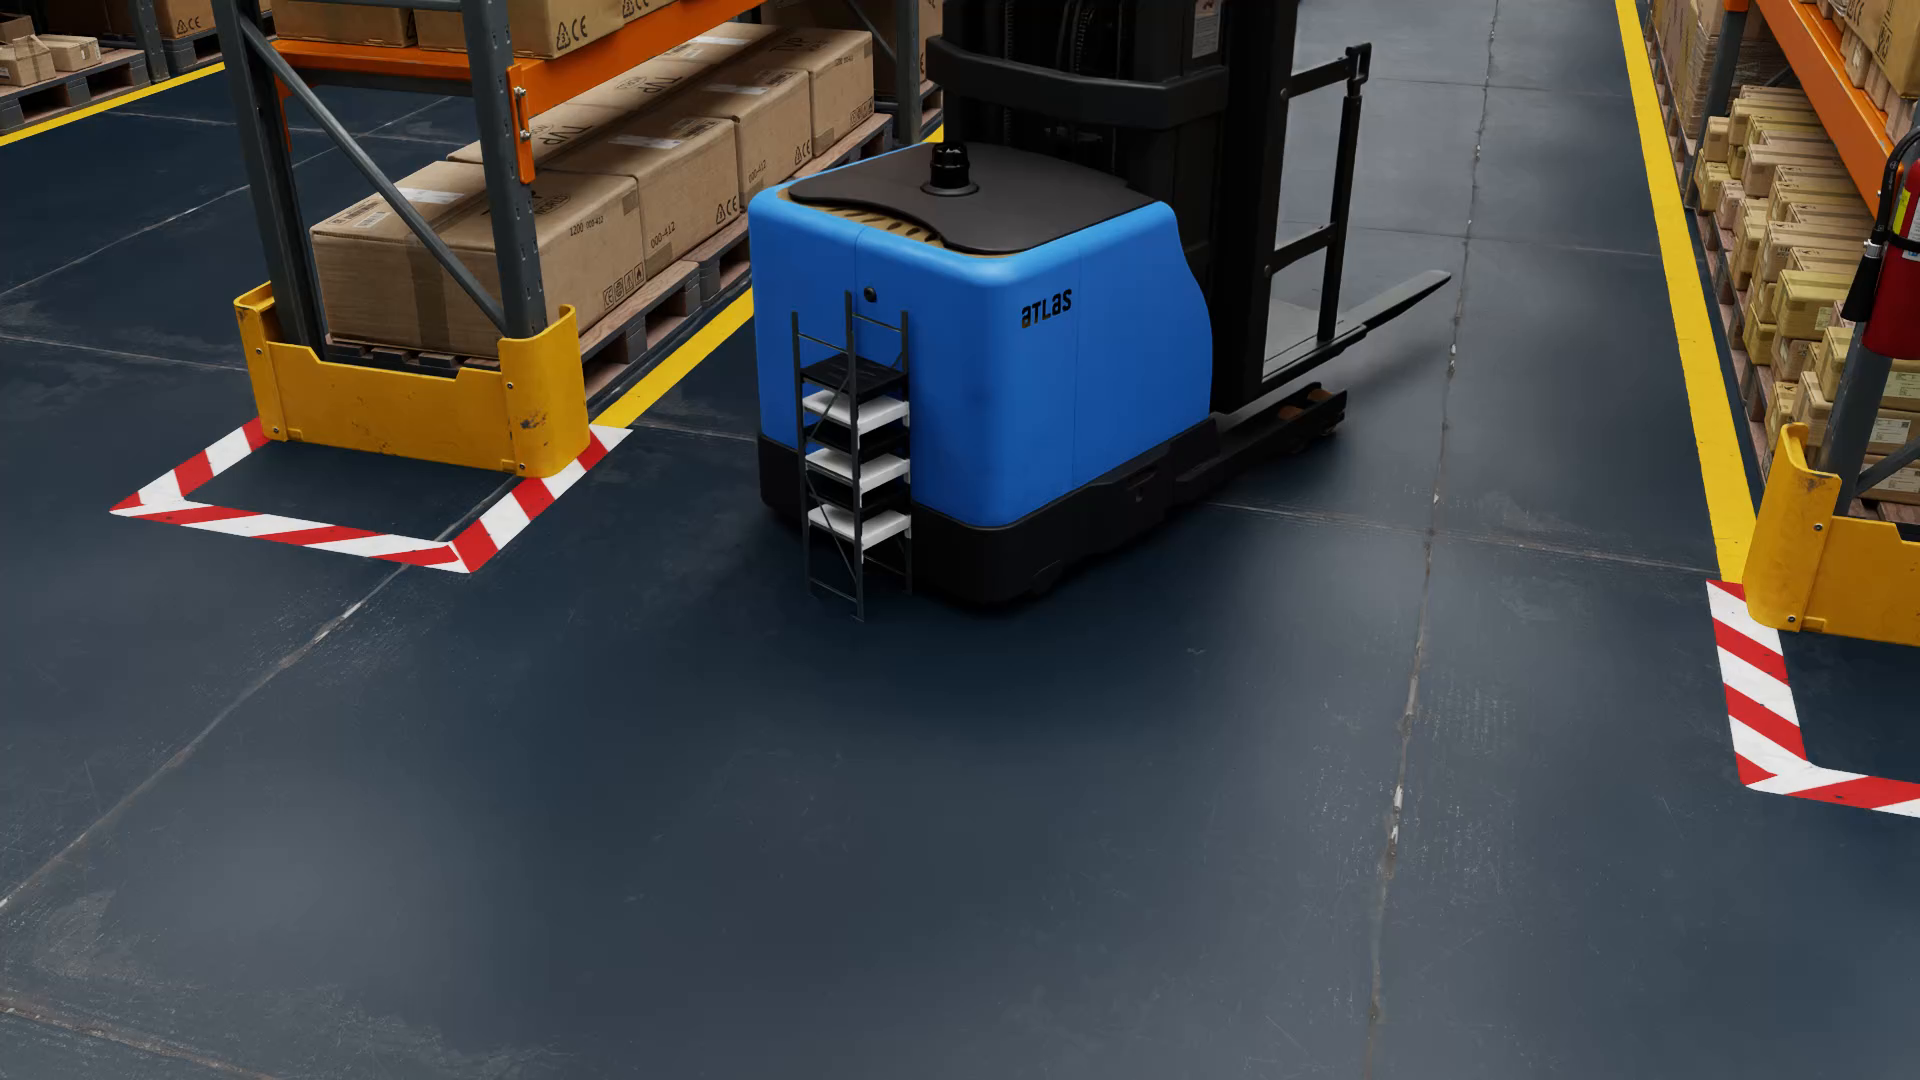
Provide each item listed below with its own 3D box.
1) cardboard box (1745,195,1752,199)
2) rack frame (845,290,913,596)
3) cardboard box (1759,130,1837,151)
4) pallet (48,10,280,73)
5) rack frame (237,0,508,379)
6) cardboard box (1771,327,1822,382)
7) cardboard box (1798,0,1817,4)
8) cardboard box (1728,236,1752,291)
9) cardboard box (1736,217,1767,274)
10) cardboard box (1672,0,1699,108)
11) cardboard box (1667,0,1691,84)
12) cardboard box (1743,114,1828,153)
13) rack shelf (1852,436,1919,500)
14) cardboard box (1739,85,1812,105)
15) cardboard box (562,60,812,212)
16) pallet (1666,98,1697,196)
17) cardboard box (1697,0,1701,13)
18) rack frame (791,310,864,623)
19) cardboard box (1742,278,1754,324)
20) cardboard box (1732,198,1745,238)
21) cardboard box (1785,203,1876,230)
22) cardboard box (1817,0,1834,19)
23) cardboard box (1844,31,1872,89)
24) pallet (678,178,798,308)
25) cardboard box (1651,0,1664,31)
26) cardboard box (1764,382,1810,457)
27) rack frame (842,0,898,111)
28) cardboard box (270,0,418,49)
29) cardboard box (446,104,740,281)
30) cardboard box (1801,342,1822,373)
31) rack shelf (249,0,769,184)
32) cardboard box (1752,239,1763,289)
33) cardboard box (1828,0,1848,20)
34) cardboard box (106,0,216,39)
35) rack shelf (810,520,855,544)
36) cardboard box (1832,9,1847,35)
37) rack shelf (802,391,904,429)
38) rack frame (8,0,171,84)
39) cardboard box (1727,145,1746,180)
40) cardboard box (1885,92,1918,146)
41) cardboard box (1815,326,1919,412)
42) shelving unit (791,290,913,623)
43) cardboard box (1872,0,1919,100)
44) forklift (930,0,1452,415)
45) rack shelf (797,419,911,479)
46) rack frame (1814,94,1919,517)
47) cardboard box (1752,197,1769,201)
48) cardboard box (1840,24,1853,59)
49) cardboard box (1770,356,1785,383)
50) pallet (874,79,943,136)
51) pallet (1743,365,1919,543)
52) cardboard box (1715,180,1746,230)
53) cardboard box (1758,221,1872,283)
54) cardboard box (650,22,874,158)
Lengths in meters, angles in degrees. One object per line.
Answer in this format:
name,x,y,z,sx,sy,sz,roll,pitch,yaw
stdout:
cardboard box,3.529,-1.455,6.974,0.380,0.149,0.250,7,30,12
rack frame,-0.232,-0.265,4.801,0.240,0.900,0.006,24,37,36
cardboard box,3.531,-1.582,6.898,0.380,0.149,0.250,8,30,14
pallet,-5.256,-3.415,11.171,1.003,0.211,1.213,8,30,15
rack frame,-1.890,-1.685,5.193,0.949,2.616,0.053,8,30,15
cardboard box,2.908,-0.620,5.474,0.380,0.149,0.250,7,30,13
cardboard box,3.313,-2.070,6.144,0.380,0.149,0.250,10,31,17
cardboard box,3.293,-1.089,6.623,0.380,0.149,0.250,8,30,14
cardboard box,3.195,-1.111,6.357,0.380,0.149,0.250,9,30,15
cardboard box,4.177,-2.593,8.965,0.500,0.500,0.500,8,30,14
cardboard box,4.331,-2.831,9.393,0.500,0.500,0.500,8,30,14
cardboard box,3.585,-1.707,7.121,0.392,0.149,0.269,10,30,17
rack shelf,2.878,-1.024,4.006,0.949,2.616,0.053,8,30,15
cardboard box,3.750,-1.951,7.560,0.380,0.149,0.250,10,31,17
cardboard box,-1.261,-1.914,7.810,0.875,0.438,0.875,8,30,13
pallet,4.276,-2.027,8.677,1.003,0.211,1.213,8,30,15
cardboard box,4.190,-2.922,8.785,0.500,0.250,0.500,10,31,17
rack frame,-0.369,-0.192,4.670,0.240,0.900,0.006,24,37,36
cardboard box,3.143,-0.850,6.192,0.380,0.149,0.250,9,30,16
cardboard box,3.507,-1.326,7.050,0.380,0.149,0.250,8,30,14
cardboard box,15.729,-10.700,14.693,18.148,8.504,30.398,7,30,13
cardboard box,3.279,-1.939,5.908,0.380,0.149,0.250,10,31,17
cardboard box,2.921,-1.458,5.043,0.380,0.149,0.250,9,30,16
pallet,-1.367,-1.414,7.574,1.003,0.211,1.213,8,30,15
cardboard box,1.953,-3.419,8.815,4.865,2.090,5.455,9,30,16
cardboard box,2.809,-0.371,5.332,0.380,0.149,0.250,9,30,16
rack frame,-0.716,-3.544,8.535,0.949,2.616,0.053,8,30,15
cardboard box,-1.998,-1.990,5.639,0.500,0.500,0.500,9,30,15
cardboard box,-1.528,-1.496,7.057,0.875,0.438,0.875,9,30,16
cardboard box,2.885,-0.492,5.244,0.380,0.149,0.250,8,30,14
rack shelf,-1.299,-2.299,7.038,1.077,0.370,4.000,8,30,15
cardboard box,3.141,-0.979,6.120,0.380,0.149,0.250,10,31,17
cardboard box,3.057,-1.920,5.207,0.500,0.500,0.500,9,30,15
cardboard box,-5.101,-3.534,10.656,0.500,0.500,0.500,10,31,17
rack shelf,-0.301,-0.055,4.832,0.199,0.015,0.184,24,37,36
cardboard box,3.225,-1.819,5.692,0.380,0.149,0.250,9,30,16
rack shelf,6.090,-3.895,7.467,4.033,3.443,14.966,24,37,36
rack frame,-5.459,-4.250,9.804,1.000,3.000,0.127,8,30,15
cardboard box,3.648,-1.698,7.412,0.380,0.149,0.250,9,30,15
cardboard box,2.701,-1.107,4.413,0.380,0.149,0.250,9,30,15
cardboard box,2.788,-0.505,4.960,0.380,0.149,0.250,9,30,15
shelving unit,6.080,-3.632,7.616,4.052,4.048,14.976,24,37,36
cardboard box,2.761,-1.444,4.352,0.500,0.500,0.500,9,30,16
forklift,-1.198,-3.980,7.046,7.407,5.209,9.711,24,37,36
rack shelf,-0.301,-0.278,4.708,0.258,0.077,0.200,24,37,36
rack frame,2.875,-1.025,4.007,1.000,3.000,0.127,8,30,15
cardboard box,3.426,-1.330,6.751,0.380,0.149,0.250,10,31,17
cardboard box,3.027,-1.576,5.256,0.380,0.149,0.250,7,30,13
cardboard box,3.029,-0.598,5.740,0.380,0.149,0.250,9,30,15
pallet,-0.558,-2.694,9.876,1.003,0.211,1.213,8,30,15
pallet,3.170,-0.214,5.418,1.003,0.211,1.213,8,30,15
cardboard box,3.534,-1.452,7.274,0.380,0.149,0.250,8,30,15
cardboard box,3.034,-0.996,5.843,0.380,0.149,0.250,10,31,17
cardboard box,-0.999,-2.331,8.558,0.875,0.438,0.875,8,30,14
